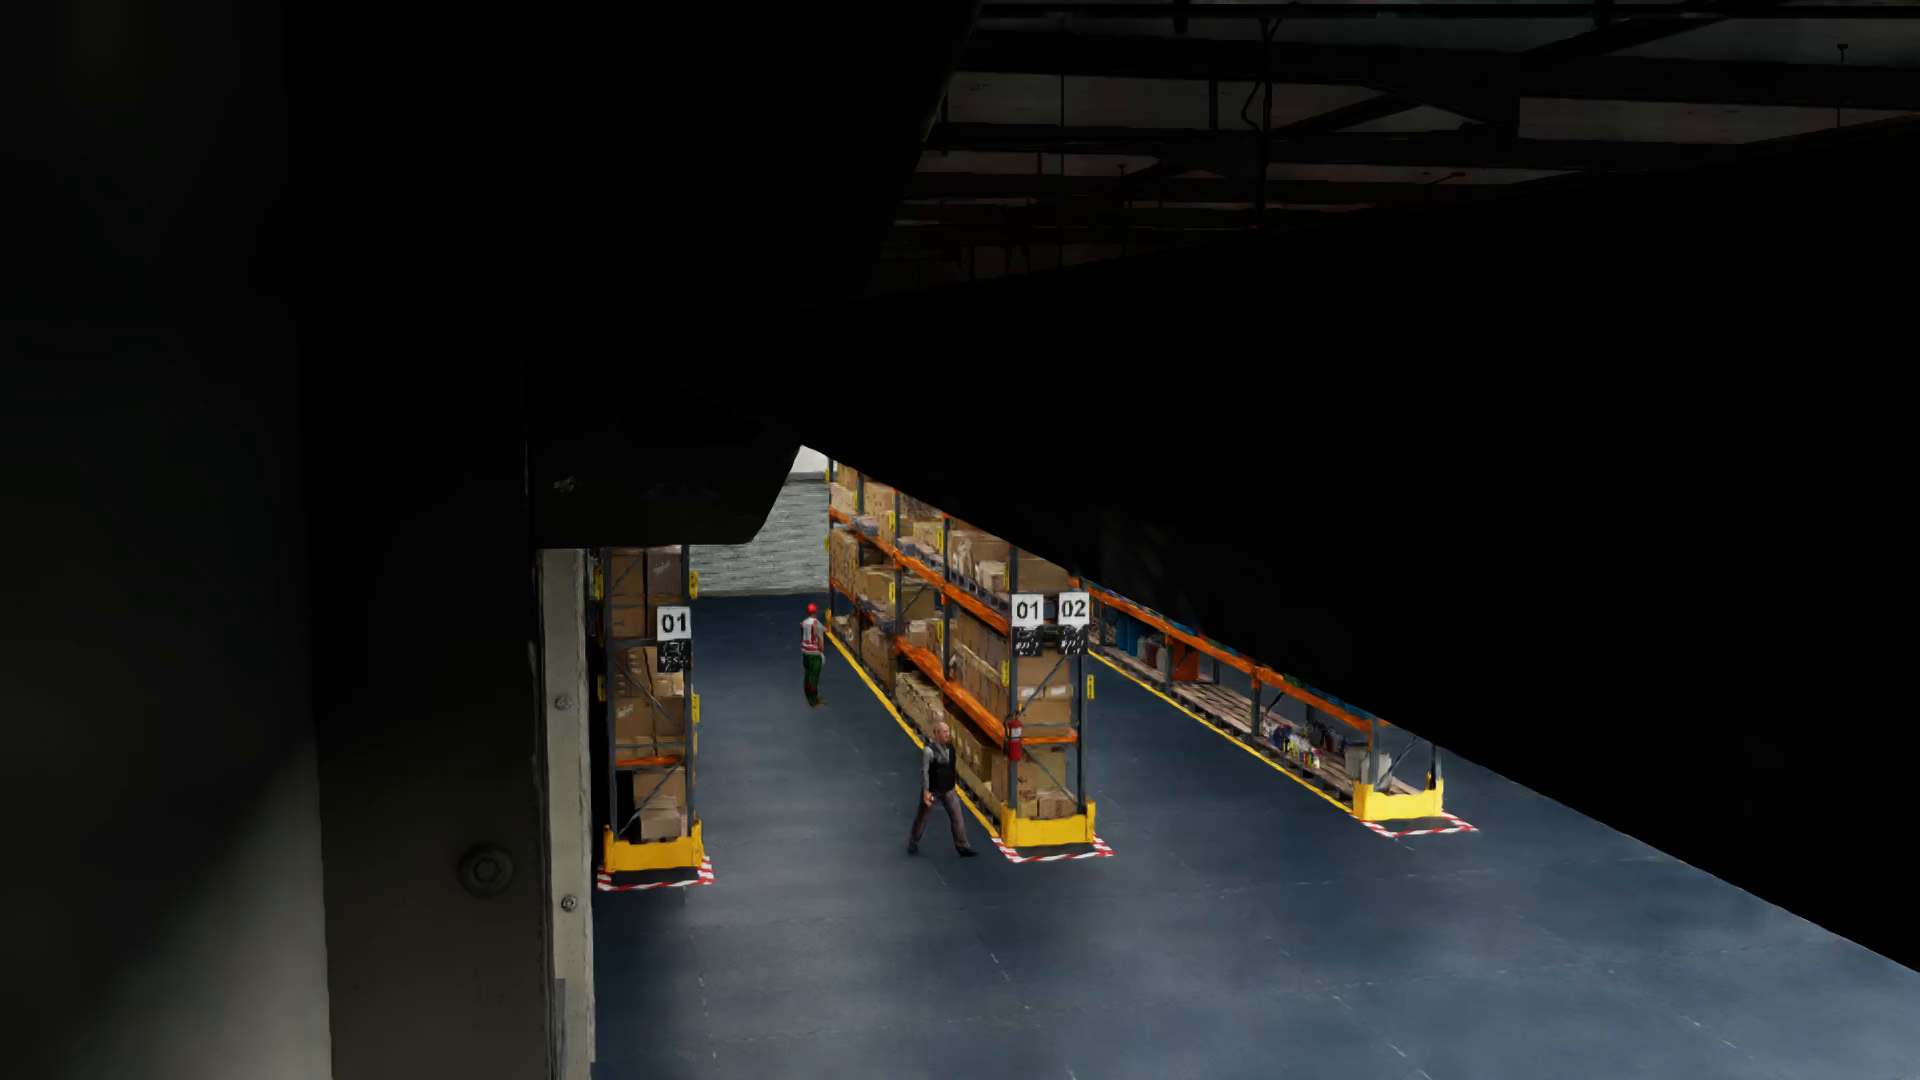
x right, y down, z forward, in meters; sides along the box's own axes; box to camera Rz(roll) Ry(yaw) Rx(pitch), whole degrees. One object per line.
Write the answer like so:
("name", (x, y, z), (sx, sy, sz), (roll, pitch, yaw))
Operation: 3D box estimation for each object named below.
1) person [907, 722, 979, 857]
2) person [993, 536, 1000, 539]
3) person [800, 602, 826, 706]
("person", (-0.245, 3.066, 20.473), (0.592, 1.687, 0.912), (-5, 8, -36))
("person", (0.860, 0.727, 40.035), (0.736, 1.717, 0.903), (-1, 7, -7))
("person", (-2.546, 1.973, 29.119), (0.450, 1.789, 0.605), (-6, 9, -42))
